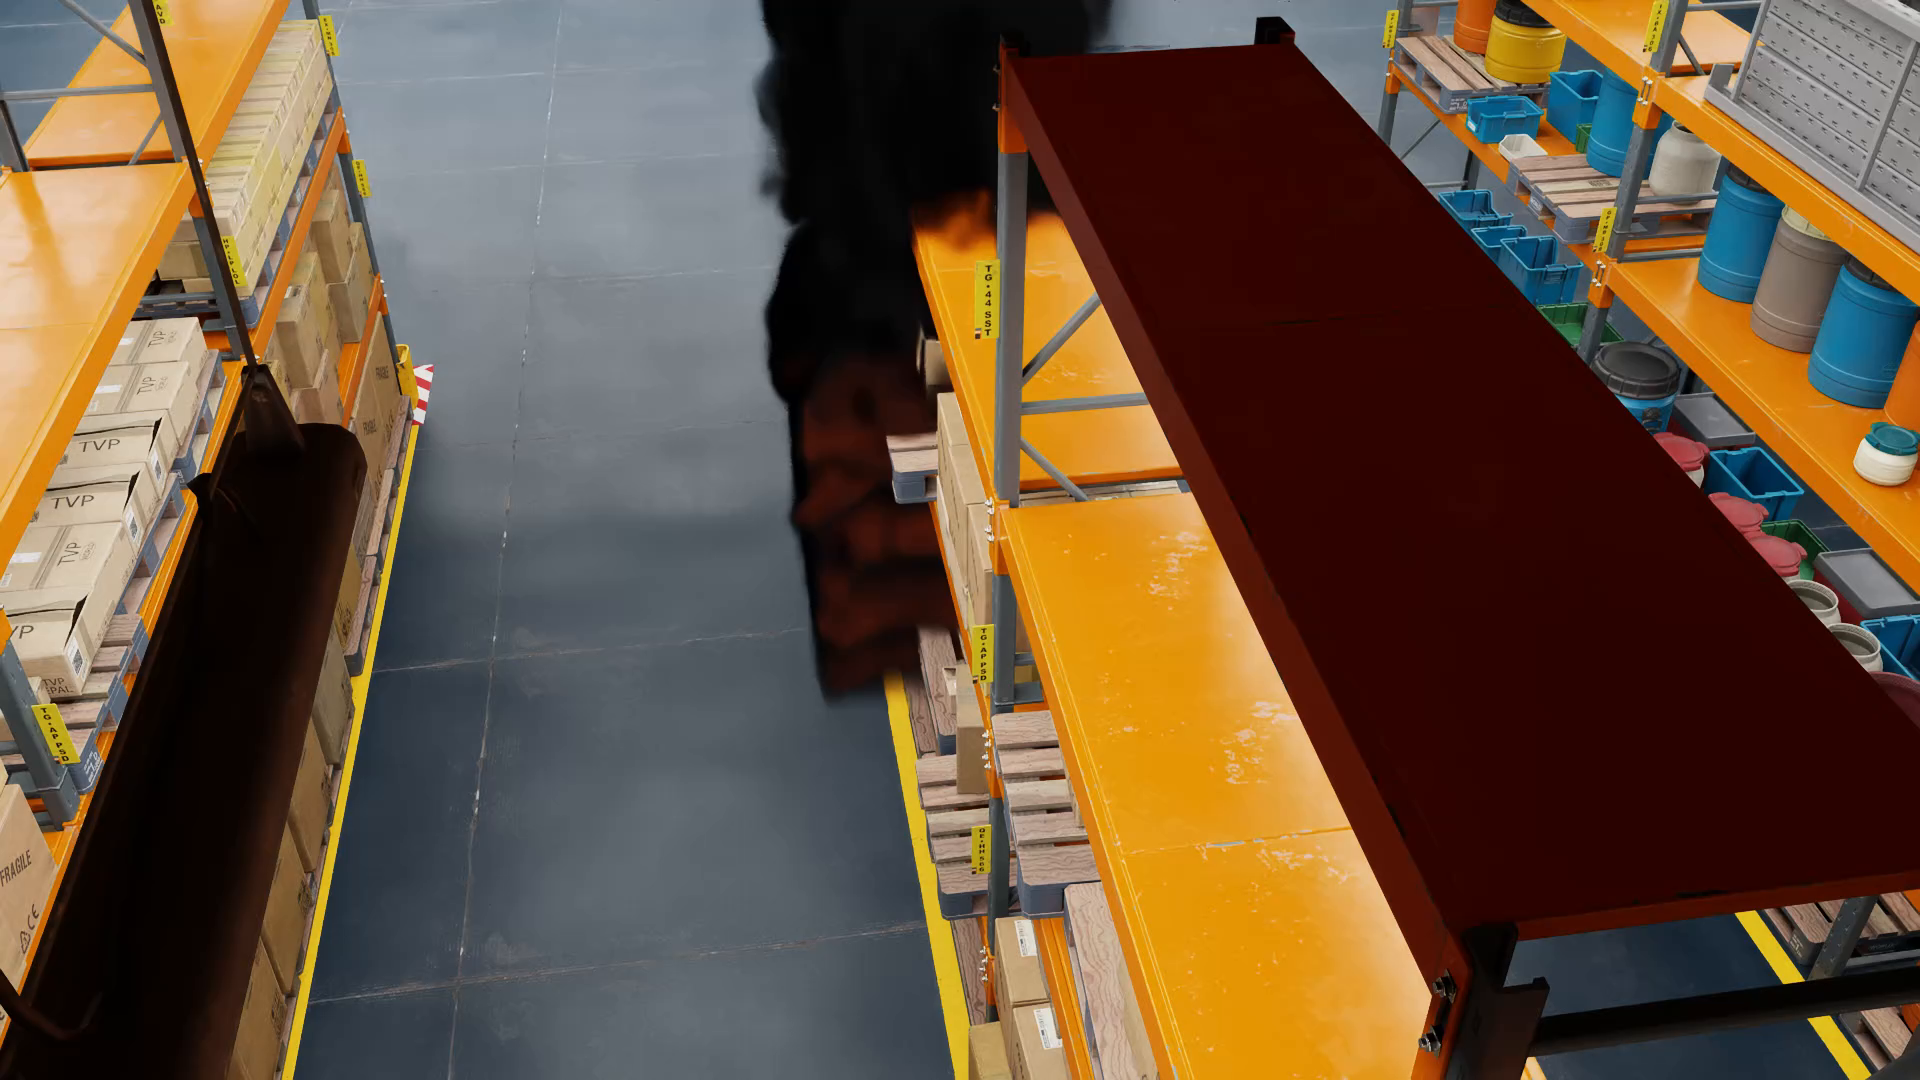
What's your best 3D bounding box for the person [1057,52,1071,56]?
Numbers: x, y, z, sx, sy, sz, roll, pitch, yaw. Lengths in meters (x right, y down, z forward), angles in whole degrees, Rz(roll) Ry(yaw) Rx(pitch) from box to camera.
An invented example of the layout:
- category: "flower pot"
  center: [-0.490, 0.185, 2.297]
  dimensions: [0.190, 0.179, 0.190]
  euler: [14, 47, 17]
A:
- category: "person"
  center: [1.086, -4.393, 17.961]
  dimensions: [0.766, 1.792, 0.701]
  euler: [13, 38, 17]
